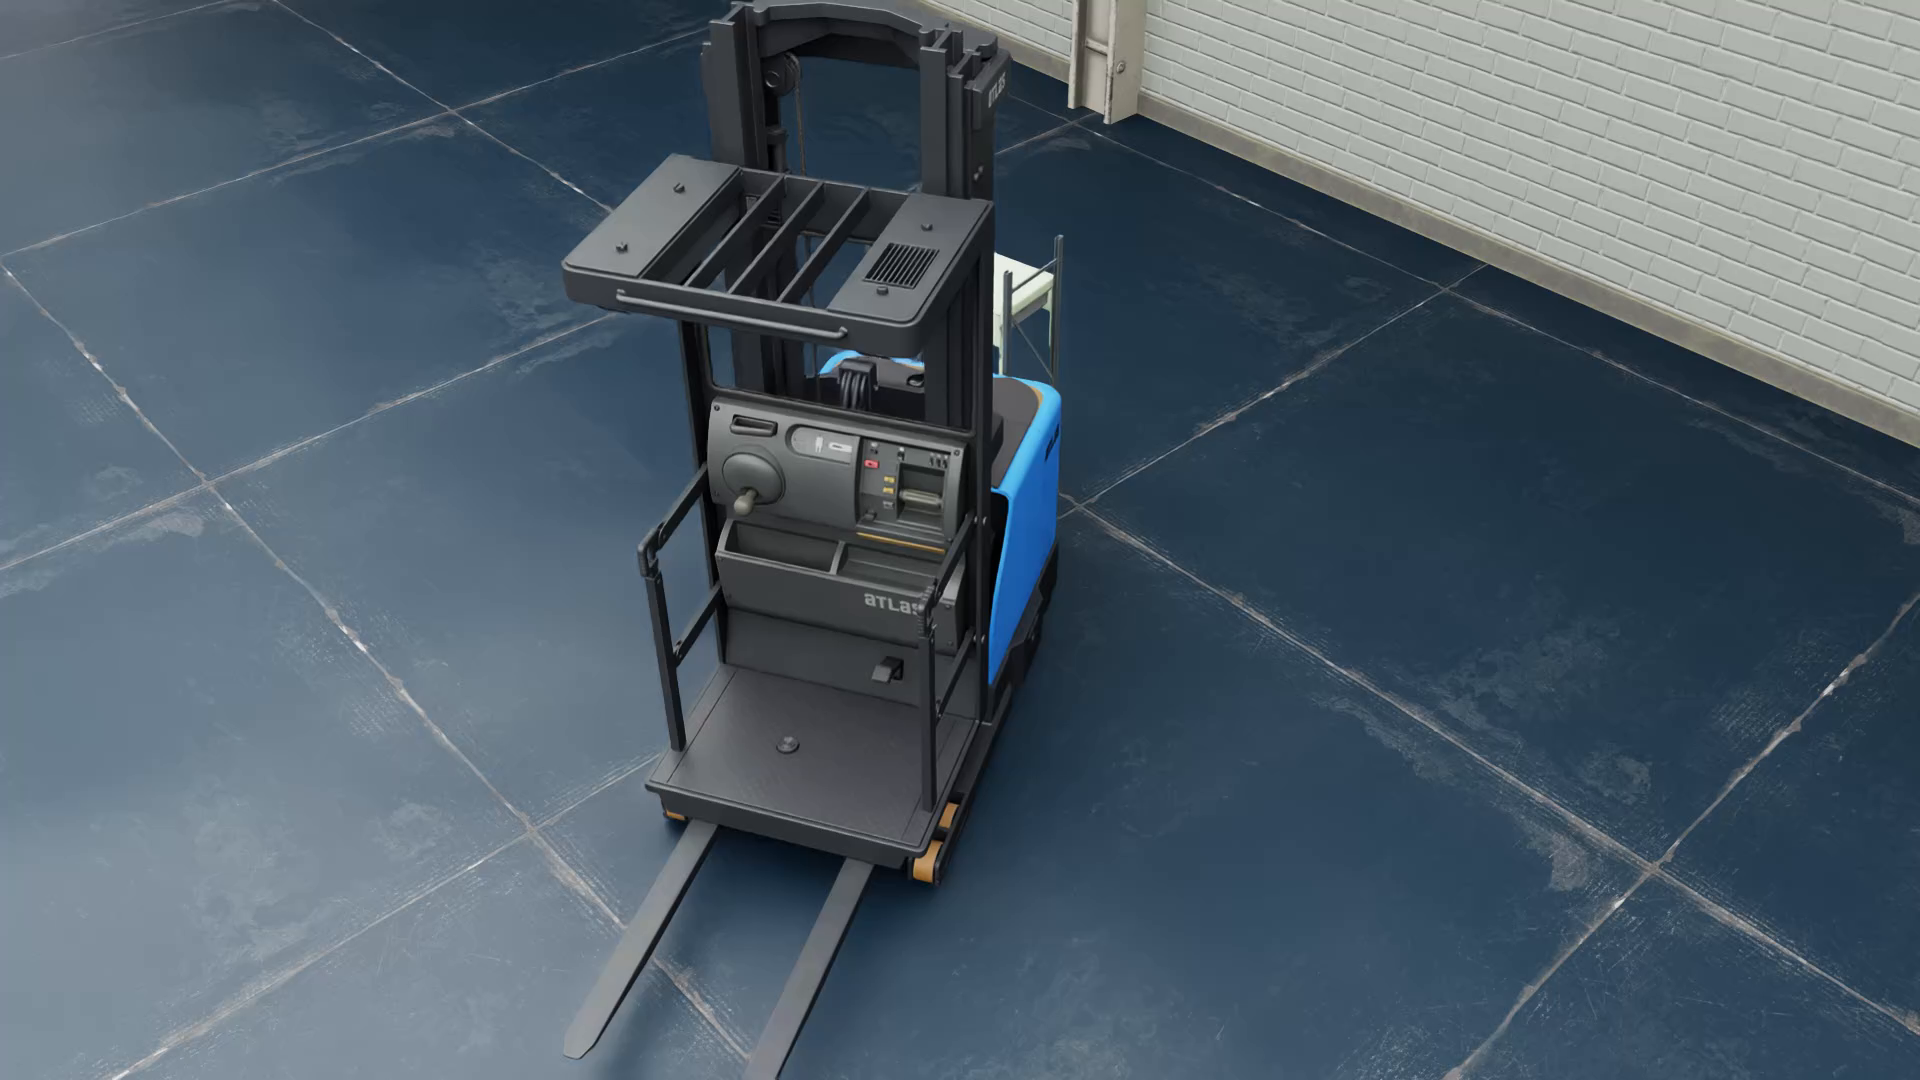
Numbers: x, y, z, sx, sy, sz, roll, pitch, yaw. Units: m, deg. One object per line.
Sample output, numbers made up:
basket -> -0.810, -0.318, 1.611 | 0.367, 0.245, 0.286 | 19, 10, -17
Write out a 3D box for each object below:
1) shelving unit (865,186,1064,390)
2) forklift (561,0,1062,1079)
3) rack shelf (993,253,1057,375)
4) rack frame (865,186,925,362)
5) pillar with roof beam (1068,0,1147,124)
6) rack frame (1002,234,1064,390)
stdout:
shelving unit -> 0.012, -0.728, 7.457 | 0.755, 1.500, 0.431 | 25, 45, 28
forklift -> -0.501, -0.154, 5.608 | 1.130, 2.935, 3.031 | 11, 40, 14
rack shelf -> 0.012, -1.031, 7.212 | 0.720, 0.370, 0.431 | 25, 45, 28
rack frame -> -0.279, -0.867, 7.629 | 0.023, 1.500, 0.400 | 25, 45, 28
pillar with roof beam -> -2.186, -4.631, 6.322 | 9.100, 9.000, 0.400 | -30, 48, -32
rack frame -> 0.304, -0.589, 7.285 | 0.023, 1.500, 0.400 | 25, 45, 28
